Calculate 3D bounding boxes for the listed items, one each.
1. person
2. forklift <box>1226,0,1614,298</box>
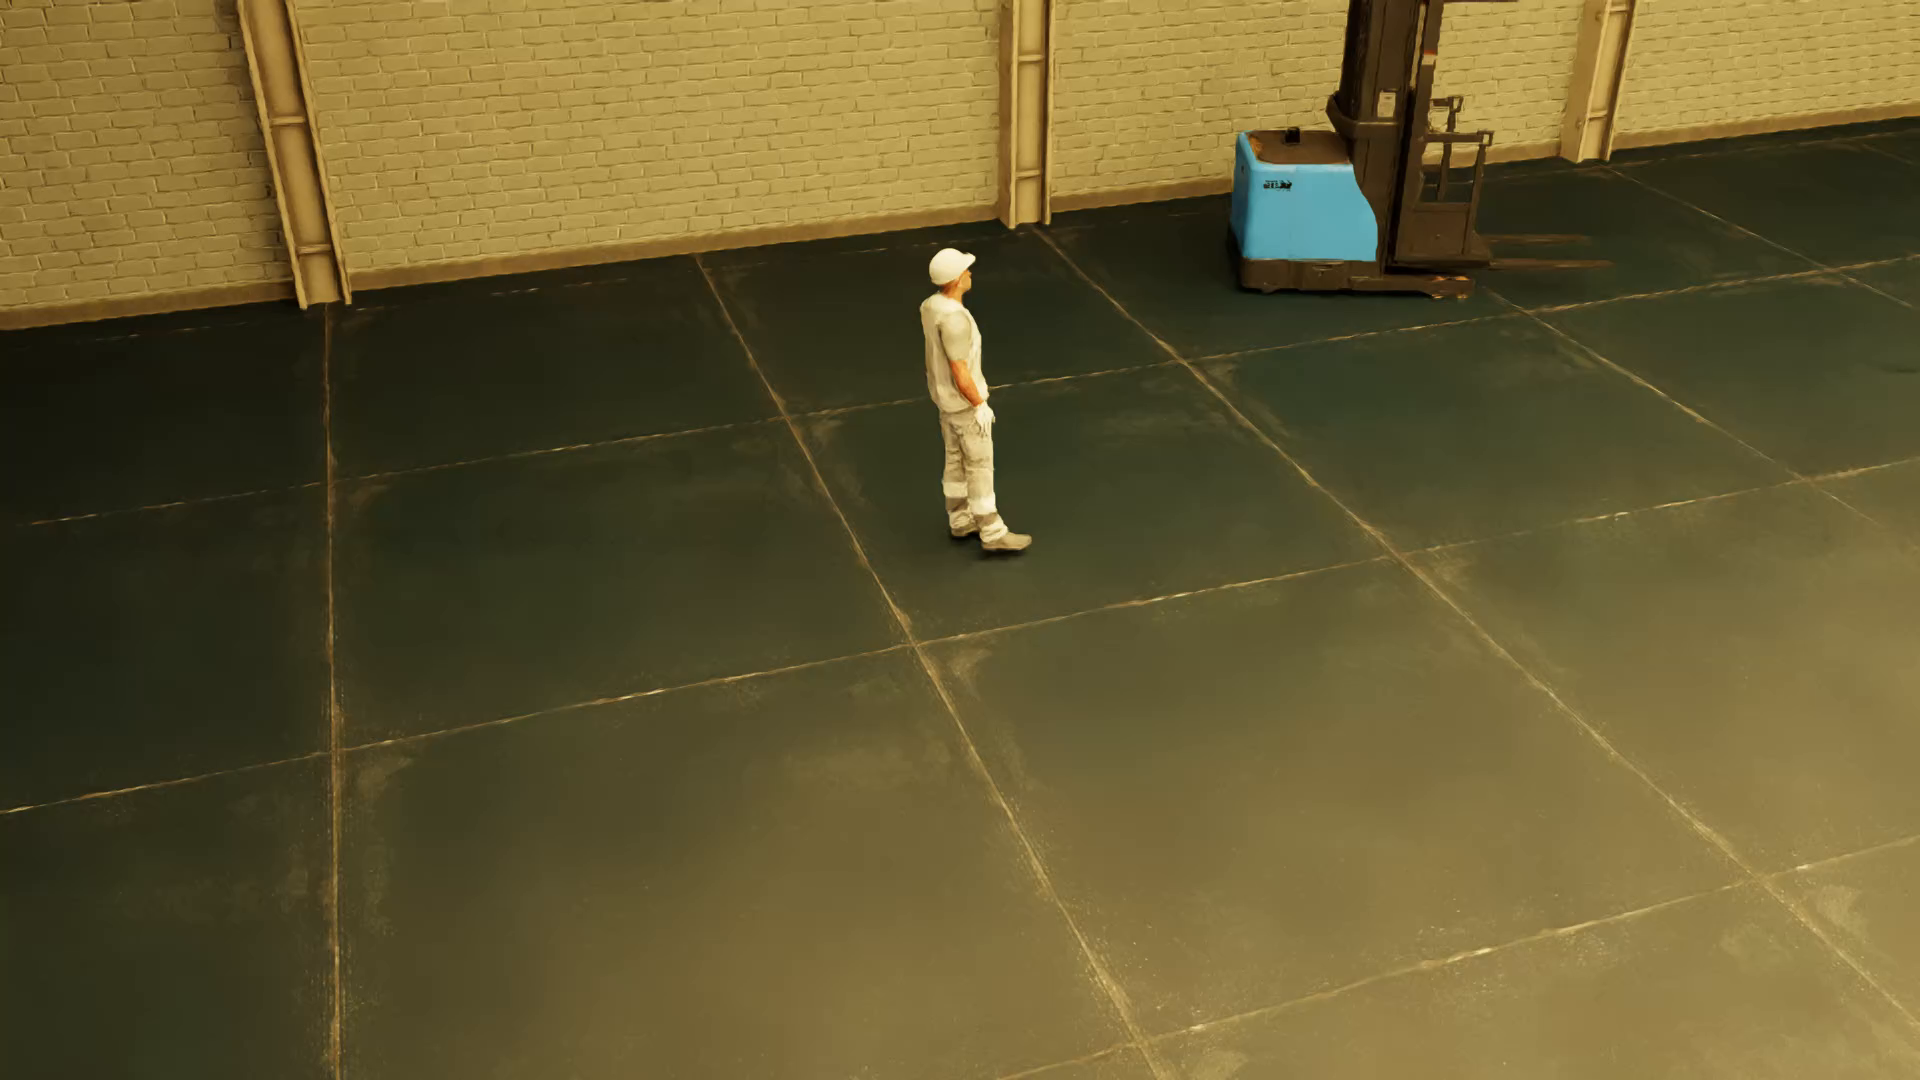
[{"bbox_3d":[0.080,-0.823,9.570,0.563,1.787,0.637,-10,31,-16],"label":"person"},{"bbox_3d":[3.784,-3.490,13.154,3.031,2.935,1.130,1,30,1],"label":"forklift"}]
